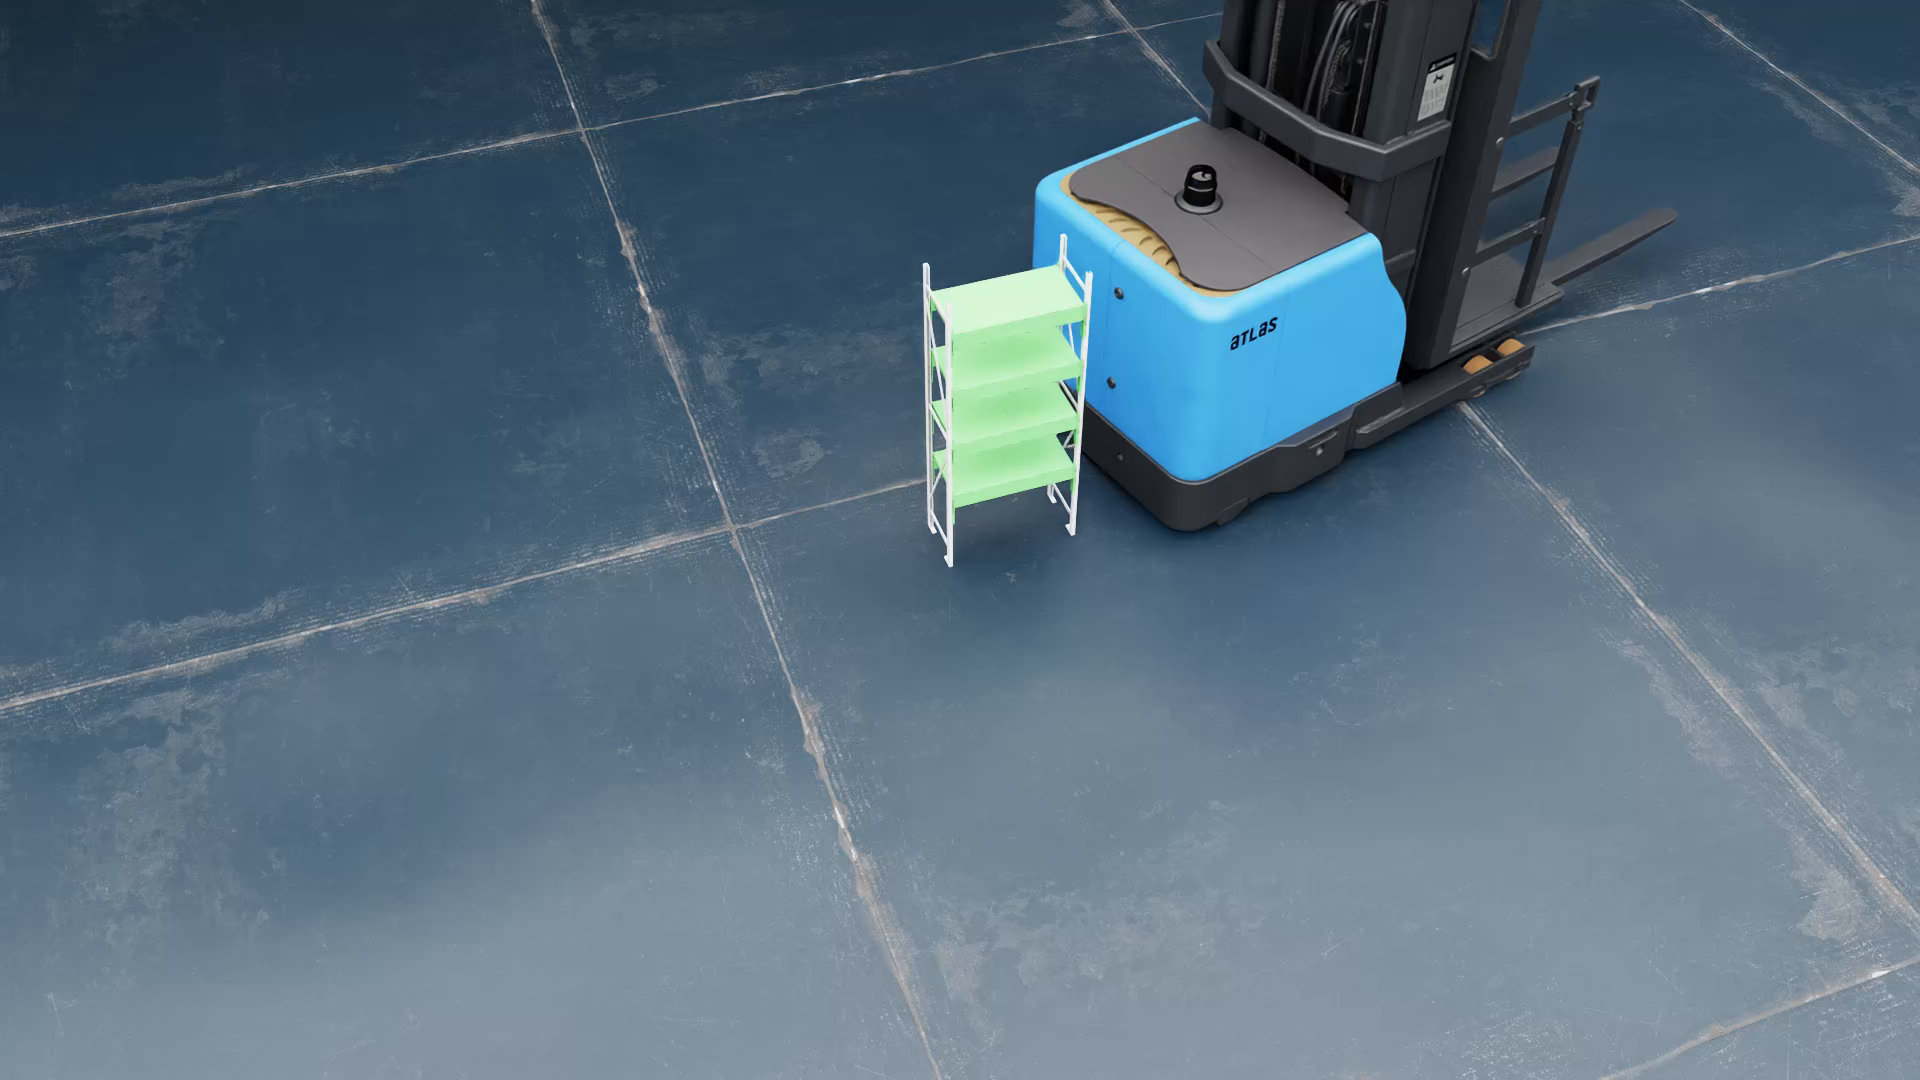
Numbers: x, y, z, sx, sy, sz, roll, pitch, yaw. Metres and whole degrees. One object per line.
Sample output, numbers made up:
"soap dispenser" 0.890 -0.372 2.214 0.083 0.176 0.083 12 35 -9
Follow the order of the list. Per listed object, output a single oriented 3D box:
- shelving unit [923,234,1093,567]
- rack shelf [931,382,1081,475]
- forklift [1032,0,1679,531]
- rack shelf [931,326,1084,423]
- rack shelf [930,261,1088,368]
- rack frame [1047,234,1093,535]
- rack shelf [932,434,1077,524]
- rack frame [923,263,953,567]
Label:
"shelving unit" 0.156 -0.463 5.865 0.503 1.200 0.258 -14 47 -14
"rack shelf" 0.156 -0.418 5.910 0.480 0.148 0.258 -14 47 -14
"forklift" 1.760 -1.906 6.080 3.031 2.935 1.130 -26 51 -24
"rack shelf" 0.156 -0.588 5.740 0.480 0.148 0.258 -14 47 -14
"rack shelf" 0.156 -0.757 5.570 0.480 0.148 0.258 -14 47 -14
"rack frame" 0.385 -0.522 5.923 0.015 1.200 0.240 -14 47 -14
"rack shelf" 0.156 -0.249 6.080 0.480 0.148 0.258 -14 47 -14
"rack frame" -0.074 -0.405 5.806 0.015 1.200 0.240 -14 47 -14
